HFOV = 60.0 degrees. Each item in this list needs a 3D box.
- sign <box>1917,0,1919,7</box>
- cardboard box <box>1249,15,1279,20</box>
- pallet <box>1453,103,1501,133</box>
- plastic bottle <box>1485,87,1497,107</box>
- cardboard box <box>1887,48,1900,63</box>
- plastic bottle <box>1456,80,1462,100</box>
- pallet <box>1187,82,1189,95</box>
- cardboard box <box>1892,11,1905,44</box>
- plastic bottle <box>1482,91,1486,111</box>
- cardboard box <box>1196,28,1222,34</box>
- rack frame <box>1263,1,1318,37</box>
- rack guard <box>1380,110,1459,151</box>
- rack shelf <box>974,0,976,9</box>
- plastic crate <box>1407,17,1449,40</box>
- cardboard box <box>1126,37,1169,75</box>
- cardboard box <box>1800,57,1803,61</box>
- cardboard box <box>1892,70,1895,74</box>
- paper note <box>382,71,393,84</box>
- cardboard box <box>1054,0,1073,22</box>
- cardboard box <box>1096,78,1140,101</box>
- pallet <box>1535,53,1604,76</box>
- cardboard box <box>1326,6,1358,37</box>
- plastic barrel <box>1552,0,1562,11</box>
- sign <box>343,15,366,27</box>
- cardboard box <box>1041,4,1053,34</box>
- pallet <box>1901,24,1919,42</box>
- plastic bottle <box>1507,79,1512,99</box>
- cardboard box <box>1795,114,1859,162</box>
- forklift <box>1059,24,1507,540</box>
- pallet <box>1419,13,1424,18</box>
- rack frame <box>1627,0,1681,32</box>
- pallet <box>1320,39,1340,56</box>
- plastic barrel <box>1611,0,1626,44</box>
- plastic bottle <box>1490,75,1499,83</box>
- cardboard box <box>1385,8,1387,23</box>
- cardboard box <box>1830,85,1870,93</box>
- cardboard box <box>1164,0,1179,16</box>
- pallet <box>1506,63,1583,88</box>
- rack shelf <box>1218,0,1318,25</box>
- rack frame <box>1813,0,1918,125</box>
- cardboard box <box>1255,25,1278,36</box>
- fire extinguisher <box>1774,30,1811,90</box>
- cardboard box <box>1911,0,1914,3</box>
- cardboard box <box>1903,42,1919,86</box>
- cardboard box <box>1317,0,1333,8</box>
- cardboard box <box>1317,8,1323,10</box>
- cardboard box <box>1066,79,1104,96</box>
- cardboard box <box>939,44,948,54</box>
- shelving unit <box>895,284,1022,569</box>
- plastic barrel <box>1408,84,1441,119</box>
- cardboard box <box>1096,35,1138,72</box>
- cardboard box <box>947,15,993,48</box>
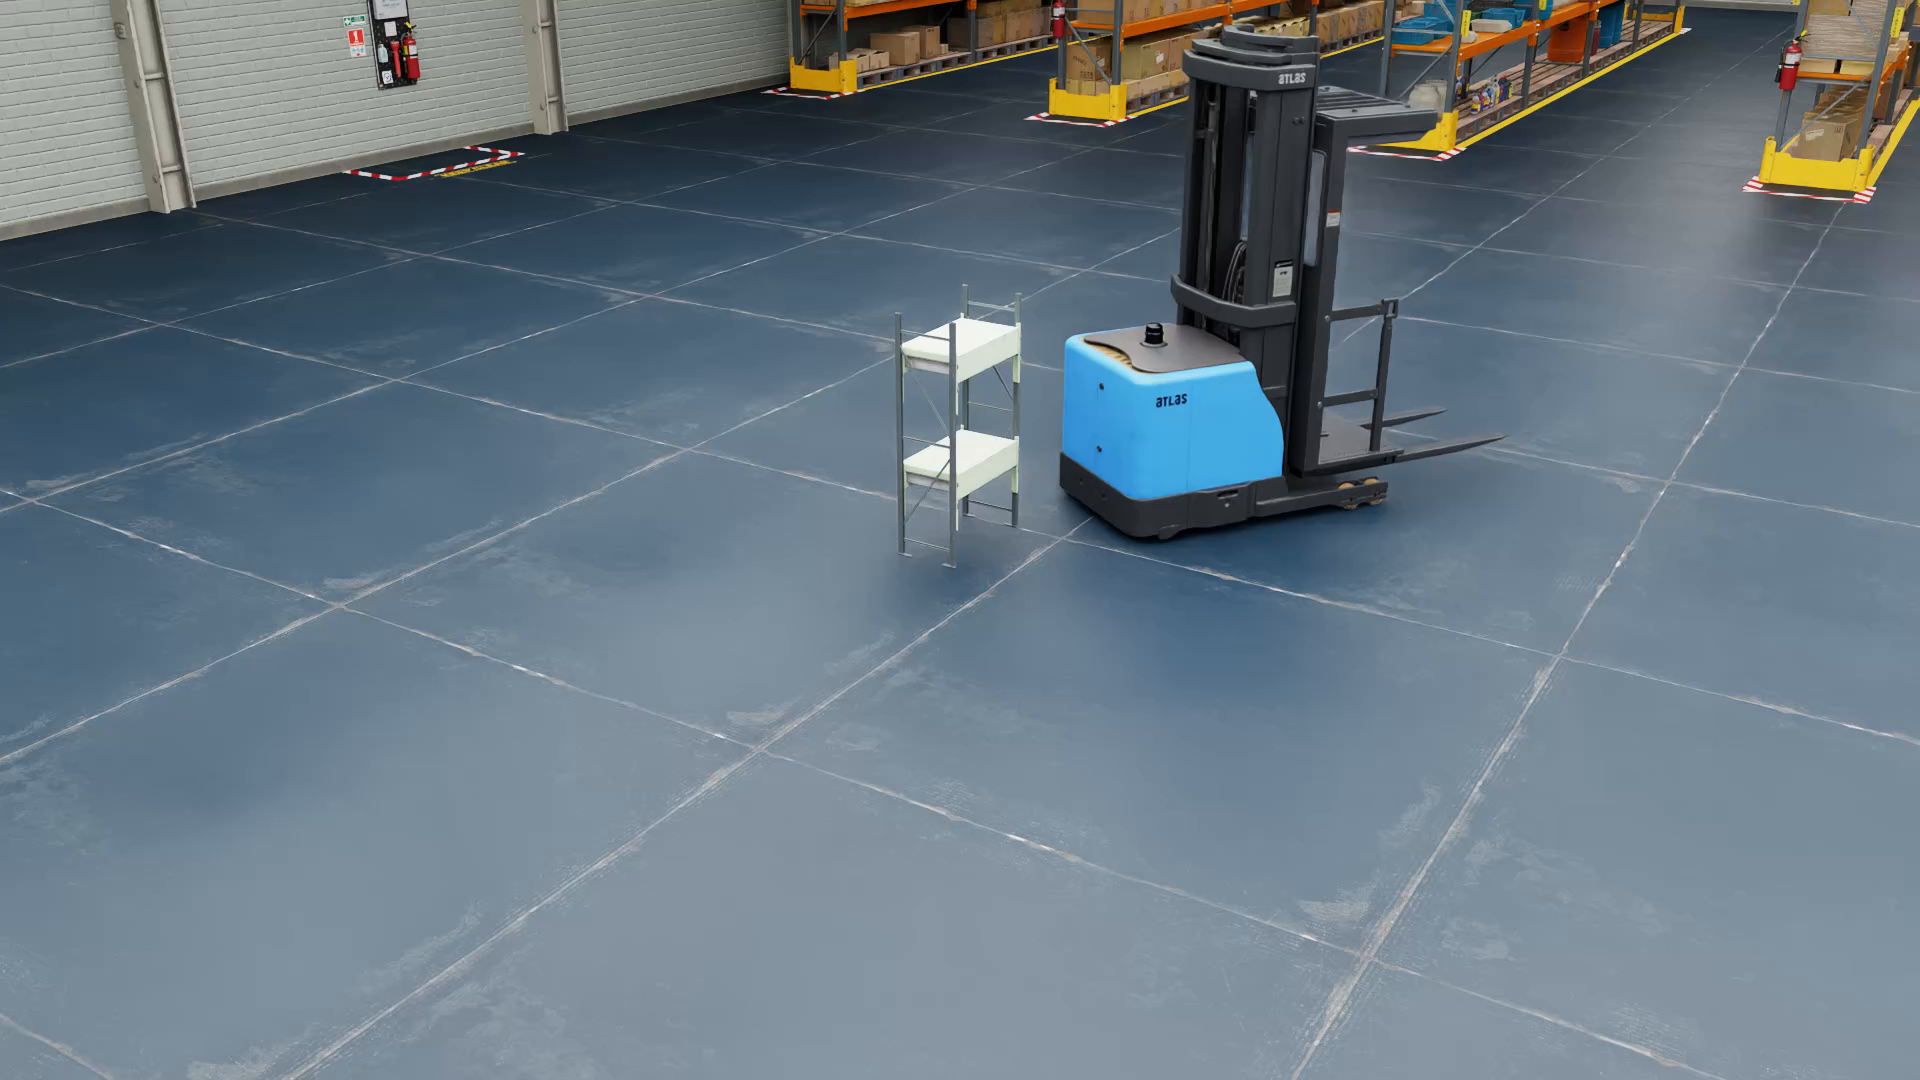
[{"bbox_3d":[12.908,-7.317,22.287,0.100,0.325,0.005,14,27,29],"label":"sign"},{"bbox_3d":[5.613,-9.531,30.718,0.500,0.311,0.500,15,28,31],"label":"cardboard box"},{"bbox_3d":[7.202,-6.158,24.209,1.003,0.211,1.213,14,27,29],"label":"pallet"},{"bbox_3d":[7.779,-6.515,24.399,0.152,0.276,0.135,14,27,30],"label":"plastic bottle"},{"bbox_3d":[11.559,-6.098,20.876,0.380,0.149,0.250,14,27,29],"label":"cardboard box"},{"bbox_3d":[7.483,-6.759,24.968,0.097,0.271,0.097,0,23,0],"label":"plastic bottle"},{"bbox_3d":[3.574,-7.569,27.468,1.003,0.211,1.213,14,27,29],"label":"pallet"},{"bbox_3d":[11.681,-6.723,21.504,0.875,0.500,0.500,14,27,29],"label":"cardboard box"},{"bbox_3d":[7.527,-6.331,23.979,0.097,0.271,0.097,0,23,0],"label":"plastic bottle"},{"bbox_3d":[4.268,-8.670,28.729,0.500,0.311,0.500,15,27,30],"label":"cardboard box"},{"bbox_3d":[6.139,-10.458,30.633,1.000,3.000,0.127,14,27,29],"label":"rack frame"},{"bbox_3d":[6.125,-5.607,22.573,1.175,0.500,0.348,14,27,29],"label":"rack guard"},{"bbox_3d":[0.873,-10.490,31.611,1.077,0.370,4.000,14,27,29],"label":"rack shelf"},{"bbox_3d":[6.482,-7.100,23.063,0.499,0.251,0.408,14,27,29],"label":"plastic crate"},{"bbox_3d":[2.905,-7.508,25.807,0.500,0.500,0.500,14,27,29],"label":"cardboard box"},{"bbox_3d":[10.528,-5.885,20.384,0.380,0.149,0.250,14,27,29],"label":"cardboard box"},{"bbox_3d":[13.347,-6.634,24.392,0.700,0.500,0.500,11,26,24],"label":"cardboard box"},{"bbox_3d":[-7.310,-5.912,21.239,0.016,0.148,0.142,14,27,29],"label":"paper note"},{"bbox_3d":[2.428,-10.922,33.881,0.750,0.750,0.750,13,27,28],"label":"cardboard box"},{"bbox_3d":[2.391,-6.823,25.169,0.500,0.250,0.500,14,27,29],"label":"cardboard box"},{"bbox_3d":[10.725,-8.414,29.421,1.003,0.211,1.213,14,27,29],"label":"pallet"},{"bbox_3d":[7.433,-10.130,32.467,0.500,0.500,0.500,13,27,27],"label":"cardboard box"},{"bbox_3d":[9.313,-8.656,26.298,0.433,0.535,0.433,0,23,0],"label":"plastic barrel"},{"bbox_3d":[-7.528,-6.456,20.675,0.001,0.109,0.331,14,27,29],"label":"sign"},{"bbox_3d":[1.593,-10.296,32.850,0.700,0.500,0.500,14,27,30],"label":"cardboard box"},{"bbox_3d":[12.969,-7.170,23.279,1.003,0.211,1.213,14,27,29],"label":"pallet"},{"bbox_3d":[8.261,-6.793,25.031,0.061,0.283,0.133,15,28,32],"label":"plastic bottle"},{"bbox_3d":[10.676,-4.934,20.489,0.500,0.500,0.500,20,30,38],"label":"cardboard box"},{"bbox_3d":[2.211,-1.721,10.537,3.031,2.935,1.130,-10,25,-22],"label":"forklift"},{"bbox_3d":[9.899,-11.584,36.742,1.003,0.211,1.213,14,27,29],"label":"pallet"},{"bbox_3d":[14.565,-12.119,34.469,1.000,3.000,0.127,14,27,29],"label":"rack frame"},{"bbox_3d":[6.565,-9.423,31.750,1.003,0.211,1.213,14,27,29],"label":"pallet"},{"bbox_3d":[12.153,-9.819,31.268,0.600,0.901,0.708,14,27,29],"label":"plastic barrel"},{"bbox_3d":[8.018,-6.808,24.980,0.144,0.351,0.185,14,27,29],"label":"plastic bottle"},{"bbox_3d":[8.654,-10.873,34.420,0.500,0.311,0.500,14,27,29],"label":"cardboard box"},{"bbox_3d":[12.198,-5.950,22.836,0.500,0.500,0.500,13,27,27],"label":"cardboard box"},{"bbox_3d":[2.990,-8.482,25.942,0.700,0.500,0.500,15,27,31],"label":"cardboard box"},{"bbox_3d":[9.903,-7.886,28.201,1.003,0.211,1.213,14,27,29],"label":"pallet"},{"bbox_3d":[5.084,-9.453,29.216,1.077,0.370,4.000,14,27,29],"label":"rack shelf"},{"bbox_3d":[12.443,-7.031,22.716,1.000,3.000,0.127,14,27,29],"label":"rack frame"},{"bbox_3d":[5.268,-8.903,29.266,0.500,0.311,0.500,15,27,30],"label":"cardboard box"},{"bbox_3d":[9.881,-5.703,19.746,0.296,0.674,0.183,14,27,29],"label":"fire extinguisher"},{"bbox_3d":[11.912,-7.125,21.174,0.500,0.500,0.500,14,27,29],"label":"cardboard box"},{"bbox_3d":[14.934,-7.827,26.701,1.225,0.875,0.875,12,26,27],"label":"cardboard box"},{"bbox_3d":[6.995,-10.588,32.581,0.500,0.250,0.500,13,27,28],"label":"cardboard box"},{"bbox_3d":[6.706,-10.053,32.288,0.500,0.500,0.500,13,27,27],"label":"cardboard box"},{"bbox_3d":[1.951,-6.932,25.419,0.500,0.250,0.500,14,27,29],"label":"cardboard box"},{"bbox_3d":[-0.438,-8.860,29.953,0.380,0.166,0.250,10,25,22],"label":"cardboard box"},{"bbox_3d":[-0.004,-0.686,9.947,0.431,1.500,0.755,14,27,29],"label":"shelving unit"},{"bbox_3d":[6.407,-6.008,22.956,0.421,0.512,0.421,0,23,0],"label":"plastic barrel"},{"bbox_3d":[2.464,-7.617,26.058,0.500,0.500,0.500,14,27,29],"label":"cardboard box"},{"bbox_3d":[0.192,-9.452,30.900,0.700,0.500,0.500,15,28,31],"label":"cardboard box"}]
